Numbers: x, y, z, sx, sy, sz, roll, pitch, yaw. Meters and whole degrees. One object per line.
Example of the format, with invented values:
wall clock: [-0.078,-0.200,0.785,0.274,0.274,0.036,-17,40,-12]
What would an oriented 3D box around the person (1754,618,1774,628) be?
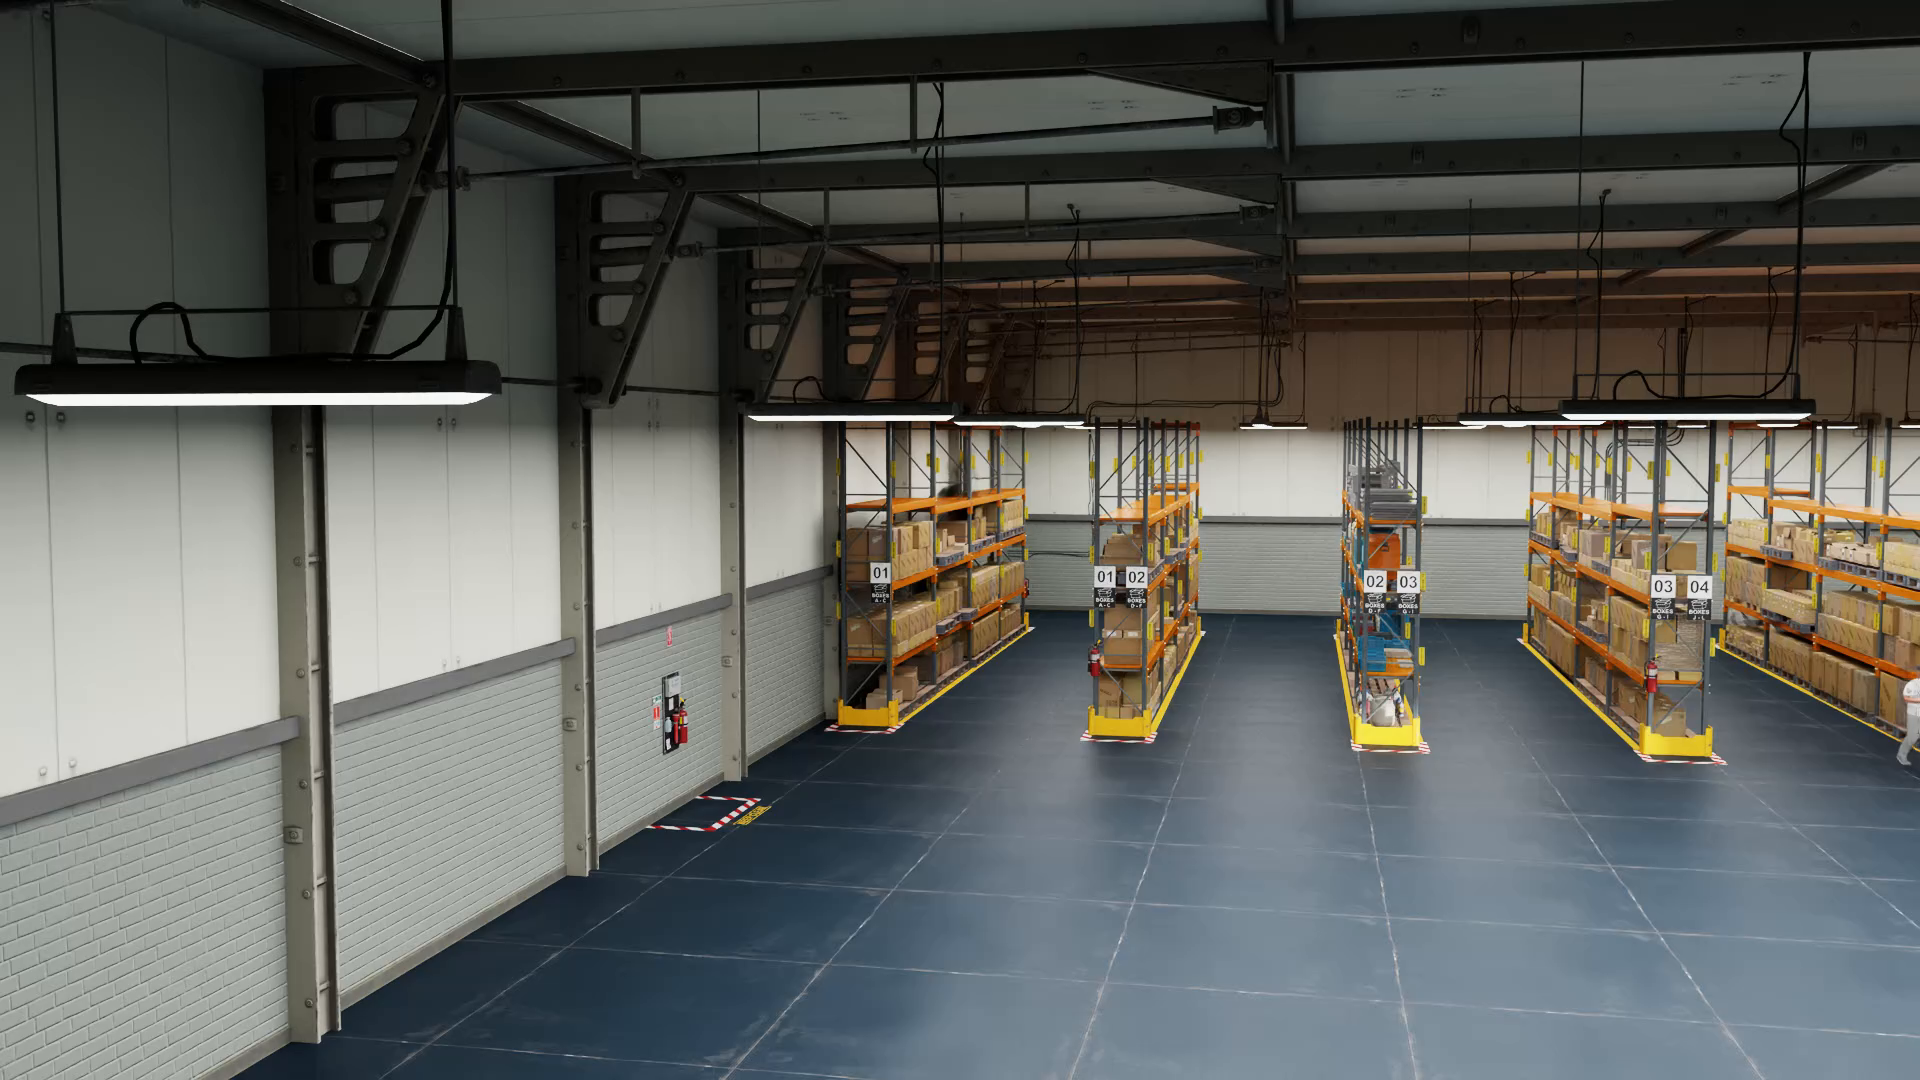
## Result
person: [21.911,1.956,45.135,0.697,1.714,0.871,3,5,37]

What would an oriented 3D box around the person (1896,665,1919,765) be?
person: [16.275,3.011,28.204,0.650,1.867,0.739,-1,4,-10]

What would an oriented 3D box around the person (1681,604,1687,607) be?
person: [18.843,2.088,43.570,0.614,1.633,0.603,2,4,25]

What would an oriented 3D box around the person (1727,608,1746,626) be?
person: [21.171,1.927,45.259,0.733,1.840,0.642,1,4,12]
